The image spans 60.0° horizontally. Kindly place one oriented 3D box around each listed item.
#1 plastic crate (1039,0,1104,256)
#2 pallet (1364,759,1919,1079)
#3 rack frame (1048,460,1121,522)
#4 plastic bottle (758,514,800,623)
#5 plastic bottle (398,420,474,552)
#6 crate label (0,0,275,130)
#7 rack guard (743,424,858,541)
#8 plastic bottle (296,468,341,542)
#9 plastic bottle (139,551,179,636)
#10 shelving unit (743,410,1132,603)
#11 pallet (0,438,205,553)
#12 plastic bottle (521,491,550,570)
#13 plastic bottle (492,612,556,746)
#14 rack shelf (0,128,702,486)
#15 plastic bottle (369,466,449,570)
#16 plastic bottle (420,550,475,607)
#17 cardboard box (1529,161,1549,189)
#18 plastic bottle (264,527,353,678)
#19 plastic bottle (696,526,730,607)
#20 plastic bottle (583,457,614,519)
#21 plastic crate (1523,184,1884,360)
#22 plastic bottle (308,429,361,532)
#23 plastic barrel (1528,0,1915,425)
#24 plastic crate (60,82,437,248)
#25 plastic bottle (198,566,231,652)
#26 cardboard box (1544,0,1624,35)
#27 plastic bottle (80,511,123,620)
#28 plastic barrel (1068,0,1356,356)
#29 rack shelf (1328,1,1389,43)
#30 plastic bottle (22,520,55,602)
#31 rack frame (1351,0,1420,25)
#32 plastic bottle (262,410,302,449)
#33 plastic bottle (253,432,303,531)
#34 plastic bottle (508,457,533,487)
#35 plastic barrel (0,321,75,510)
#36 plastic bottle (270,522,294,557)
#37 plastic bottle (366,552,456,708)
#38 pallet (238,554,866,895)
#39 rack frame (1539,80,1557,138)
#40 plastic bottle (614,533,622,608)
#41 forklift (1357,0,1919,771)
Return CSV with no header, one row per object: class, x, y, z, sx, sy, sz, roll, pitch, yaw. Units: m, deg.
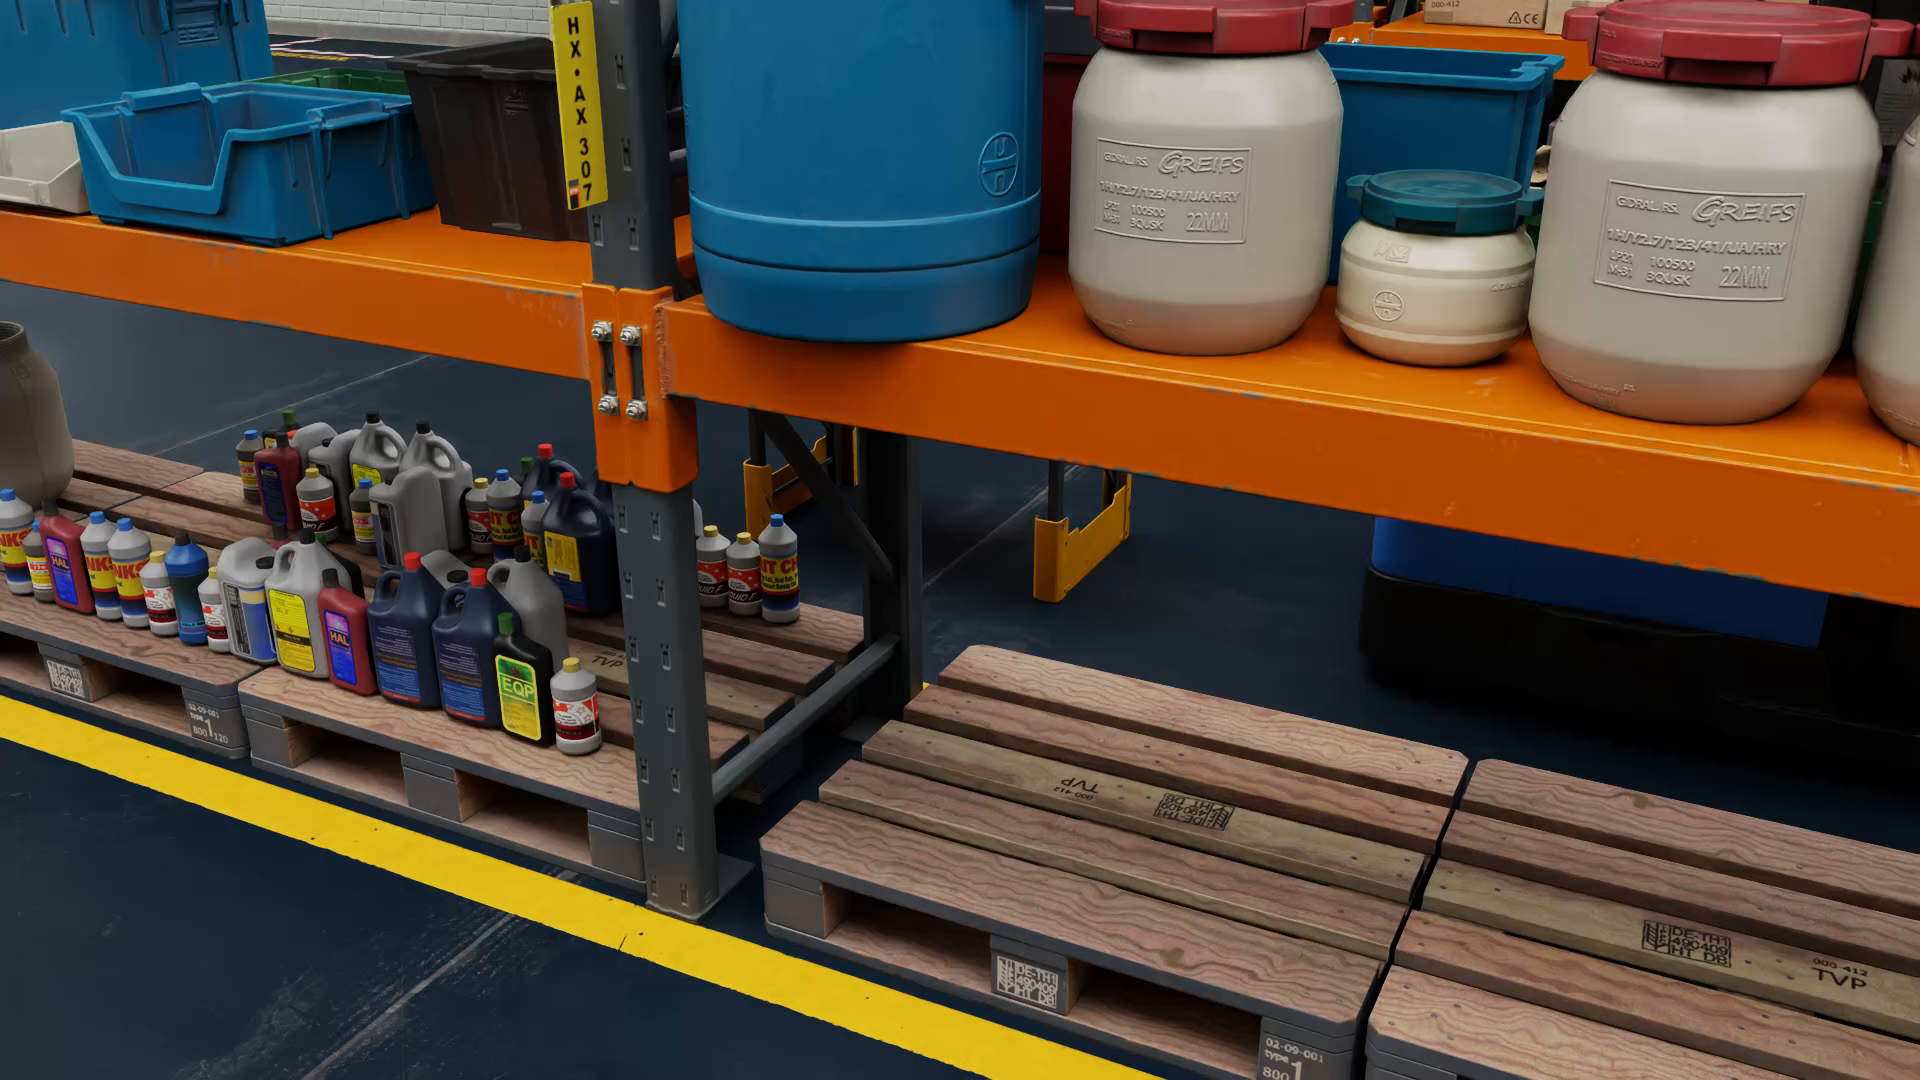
plastic crate,0.201,-0.829,3.284,0.583,0.464,0.402,11,25,25
pallet,1.442,0.845,2.992,1.213,0.211,1.003,11,25,25
rack frame,0.378,-0.615,4.781,0.032,1.500,0.500,11,25,25
plastic bottle,-0.456,0.066,4.187,0.097,0.271,0.097,0,23,0
plastic bottle,-1.450,-0.157,4.610,0.185,0.351,0.144,11,25,24
crate label,-2.174,-1.270,4.358,0.616,0.435,0.502,11,25,25
rack guard,-0.512,-0.216,5.440,0.087,0.250,0.587,11,25,25
plastic bottle,-1.805,-0.102,4.671,0.097,0.201,0.097,0,23,0
plastic bottle,-1.978,0.126,4.135,0.097,0.201,0.097,0,23,0
shelving unit,-0.068,-0.704,4.988,1.083,1.500,0.587,11,25,25
pallet,-3.127,-0.059,5.118,1.213,0.211,1.003,11,25,25
plastic bottle,-1.086,0.004,4.331,0.097,0.271,0.097,0,23,0
plastic bottle,-0.947,0.300,3.621,0.133,0.283,0.061,13,26,27
rack shelf,-2.154,-0.800,4.218,4.000,0.370,1.077,11,25,25
plastic bottle,-1.494,-0.067,4.492,0.135,0.276,0.152,11,25,25
plastic bottle,-1.201,0.170,3.936,0.135,0.276,0.152,11,25,25
cardboard box,2.570,-1.443,7.071,0.500,0.311,0.500,11,25,24
plastic bottle,-1.533,0.135,3.923,0.185,0.351,0.144,11,25,24
plastic bottle,-0.637,0.062,4.285,0.097,0.201,0.097,0,23,0
plastic bottle,-0.902,-0.049,4.355,0.185,0.351,0.144,12,26,26
plastic crate,1.313,-0.471,2.797,0.662,0.188,0.450,11,25,25
plastic bottle,-1.765,-0.184,4.767,0.135,0.276,0.152,10,25,23
plastic barrel,1.041,-0.465,2.338,0.433,0.535,0.433,0,23,0
plastic crate,-1.479,-0.810,3.512,0.616,0.251,0.499,11,25,25
plastic bottle,-1.794,0.162,4.050,0.097,0.201,0.097,0,23,0
cardboard box,2.568,-2.164,6.826,0.250,0.149,0.380,11,25,25
plastic bottle,-2.155,0.058,4.204,0.097,0.271,0.097,0,23,0
plastic barrel,0.386,-0.595,2.642,0.433,0.535,0.433,0,23,0
rack shelf,0.084,-2.529,8.284,4.000,0.370,1.077,11,25,25
plastic bottle,-2.369,0.048,4.317,0.097,0.201,0.097,0,23,0
rack frame,1.869,-2.507,7.313,0.127,3.000,1.000,11,25,25
plastic bottle,-1.989,-0.251,4.917,0.133,0.283,0.061,12,26,26
plastic bottle,-1.937,-0.174,4.735,0.133,0.283,0.061,11,25,25
plastic bottle,-1.199,-0.095,4.549,0.133,0.283,0.061,12,26,27
plastic barrel,-2.870,-0.355,4.893,0.421,0.512,0.421,0,23,0
plastic bottle,-1.629,0.098,4.095,0.133,0.283,0.061,11,25,25
plastic bottle,-1.245,0.192,3.789,0.185,0.351,0.144,10,25,22
pallet,-0.950,0.372,4.105,1.213,0.211,1.003,11,25,25
rack frame,4.101,-4.238,11.382,0.127,3.000,1.000,11,25,25
plastic bottle,-0.804,0.050,4.208,0.133,0.283,0.061,11,25,25
forklift,2.613,-0.916,3.659,3.031,2.935,1.130,10,25,22
